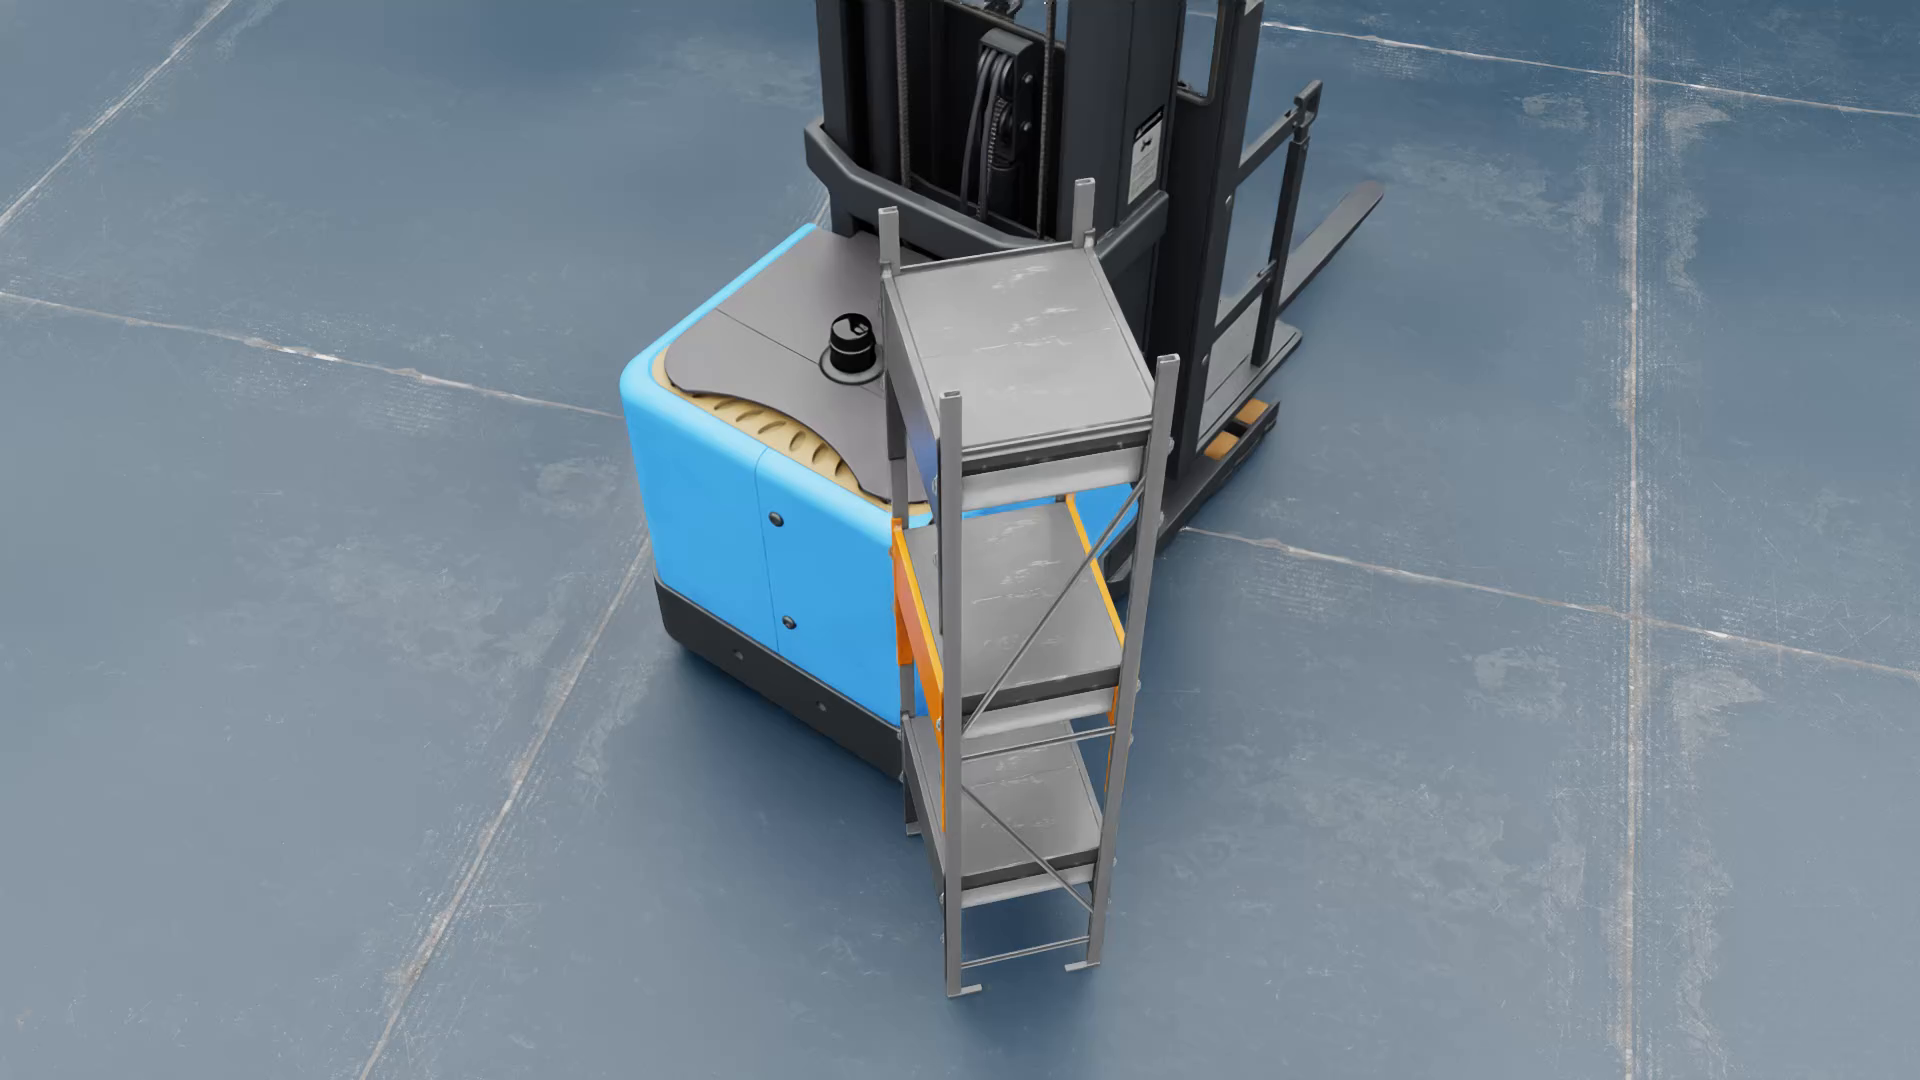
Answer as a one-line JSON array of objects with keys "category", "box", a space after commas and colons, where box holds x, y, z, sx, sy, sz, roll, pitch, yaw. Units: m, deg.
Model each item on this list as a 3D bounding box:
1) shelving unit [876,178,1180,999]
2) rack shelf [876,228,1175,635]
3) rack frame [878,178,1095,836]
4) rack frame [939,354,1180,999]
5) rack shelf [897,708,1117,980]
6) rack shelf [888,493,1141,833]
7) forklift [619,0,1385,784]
[{"category": "shelving unit", "box": [0.106, 0.252, 3.627, 0.431, 2.100, 0.503, -10, 49, -9]}, {"category": "rack shelf", "box": [0.106, -0.202, 3.113, 0.431, 0.518, 0.480, -10, 49, -9]}, {"category": "rack frame", "box": [0.050, 0.074, 3.784, 0.400, 2.100, 0.015, -10, 49, -9]}, {"category": "rack frame", "box": [0.163, 0.430, 3.470, 0.400, 2.100, 0.015, -10, 49, -9]}, {"category": "rack shelf", "box": [0.106, 0.724, 4.162, 0.431, 0.518, 0.480, -10, 49, -9]}, {"category": "rack shelf", "box": [0.106, 0.261, 3.637, 0.431, 0.518, 0.480, -10, 49, -9]}, {"category": "forklift", "box": [0.395, -1.358, 4.493, 1.130, 2.935, 3.031, 29, 55, 23]}]
